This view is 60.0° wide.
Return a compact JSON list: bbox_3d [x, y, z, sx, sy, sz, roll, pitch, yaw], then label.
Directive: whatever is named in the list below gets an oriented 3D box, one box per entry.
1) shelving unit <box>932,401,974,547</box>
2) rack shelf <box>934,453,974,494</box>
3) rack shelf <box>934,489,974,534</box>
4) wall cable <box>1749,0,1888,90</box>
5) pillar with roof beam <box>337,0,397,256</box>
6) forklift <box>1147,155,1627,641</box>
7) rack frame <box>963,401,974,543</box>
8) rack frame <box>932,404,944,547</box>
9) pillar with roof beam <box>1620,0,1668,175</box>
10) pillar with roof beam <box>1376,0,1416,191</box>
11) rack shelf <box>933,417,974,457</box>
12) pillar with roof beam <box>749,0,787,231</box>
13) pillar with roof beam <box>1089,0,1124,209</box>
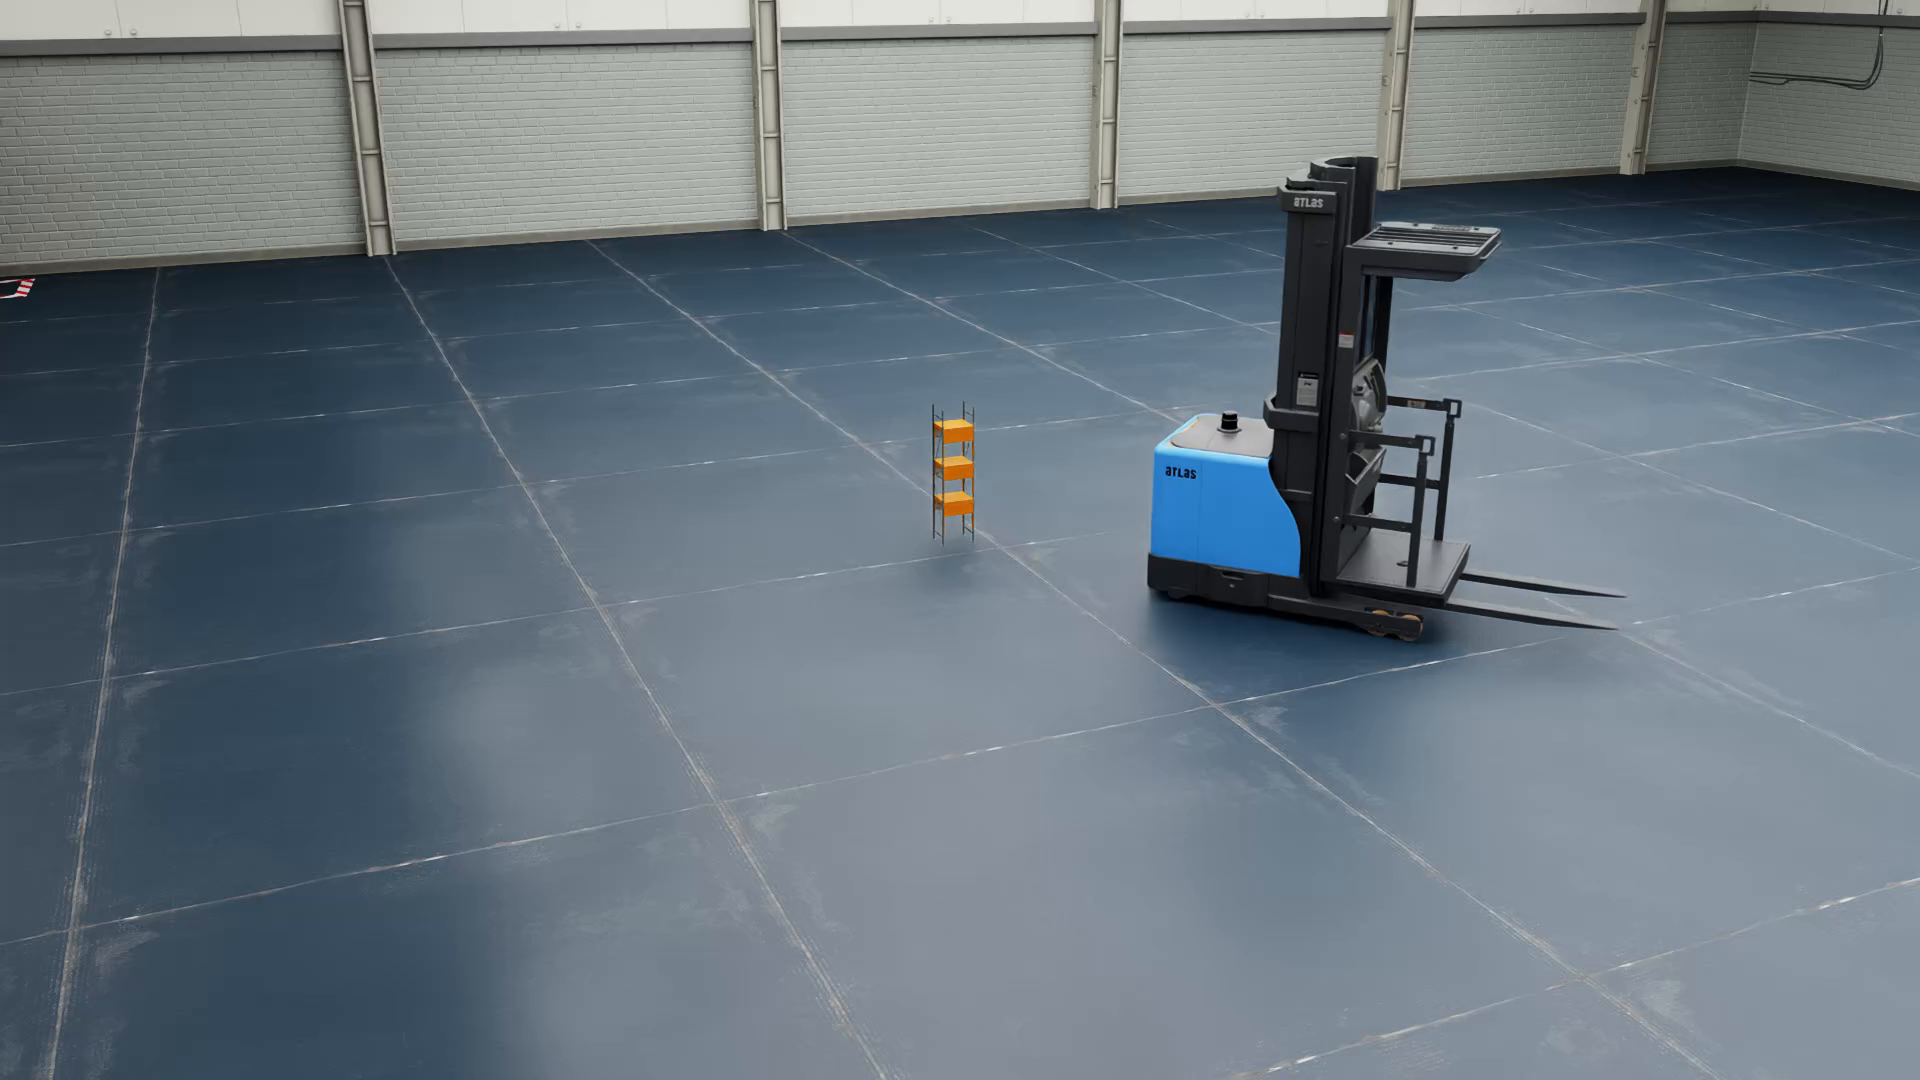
[{"bbox_3d":[-0.049,-0.488,12.328,0.252,1.050,0.215,-8,21,-22],"label":"shelving unit"},{"bbox_3d":[-0.049,-0.478,12.331,0.240,0.259,0.215,-8,21,-22],"label":"rack shelf"},{"bbox_3d":[-0.049,-0.216,12.424,0.240,0.259,0.215,-8,21,-22],"label":"rack shelf"},{"bbox_3d":[16.745,-10.139,32.444,0.112,2.526,3.097,-8,21,-22],"label":"wall cable"},{"bbox_3d":[-6.815,-7.149,19.277,0.400,9.000,9.100,-8,21,-22],"label":"pillar with roof beam"},{"bbox_3d":[2.844,-0.935,10.763,3.031,2.935,1.130,9,21,24],"label":"forklift"},{"bbox_3d":[0.063,-0.504,12.373,0.008,1.050,0.200,-8,21,-22],"label":"rack frame"},{"bbox_3d":[-0.161,-0.472,12.282,0.008,1.050,0.200,-8,21,-22],"label":"rack frame"},{"bbox_3d":[15.221,-10.307,28.244,0.400,9.000,9.100,-8,21,-22],"label":"pillar with roof beam"},{"bbox_3d":[9.712,-9.517,26.002,0.400,9.000,9.100,-8,21,-22],"label":"pillar with roof beam"},{"bbox_3d":[-0.049,-0.746,12.237,0.240,0.259,0.215,-8,21,-22],"label":"rack shelf"},{"bbox_3d":[-1.306,-7.939,21.519,0.400,9.000,9.100,-8,21,-22],"label":"pillar with roof beam"},{"bbox_3d":[4.203,-8.728,23.761,0.400,9.000,9.100,-8,21,-22],"label":"pillar with roof beam"}]
